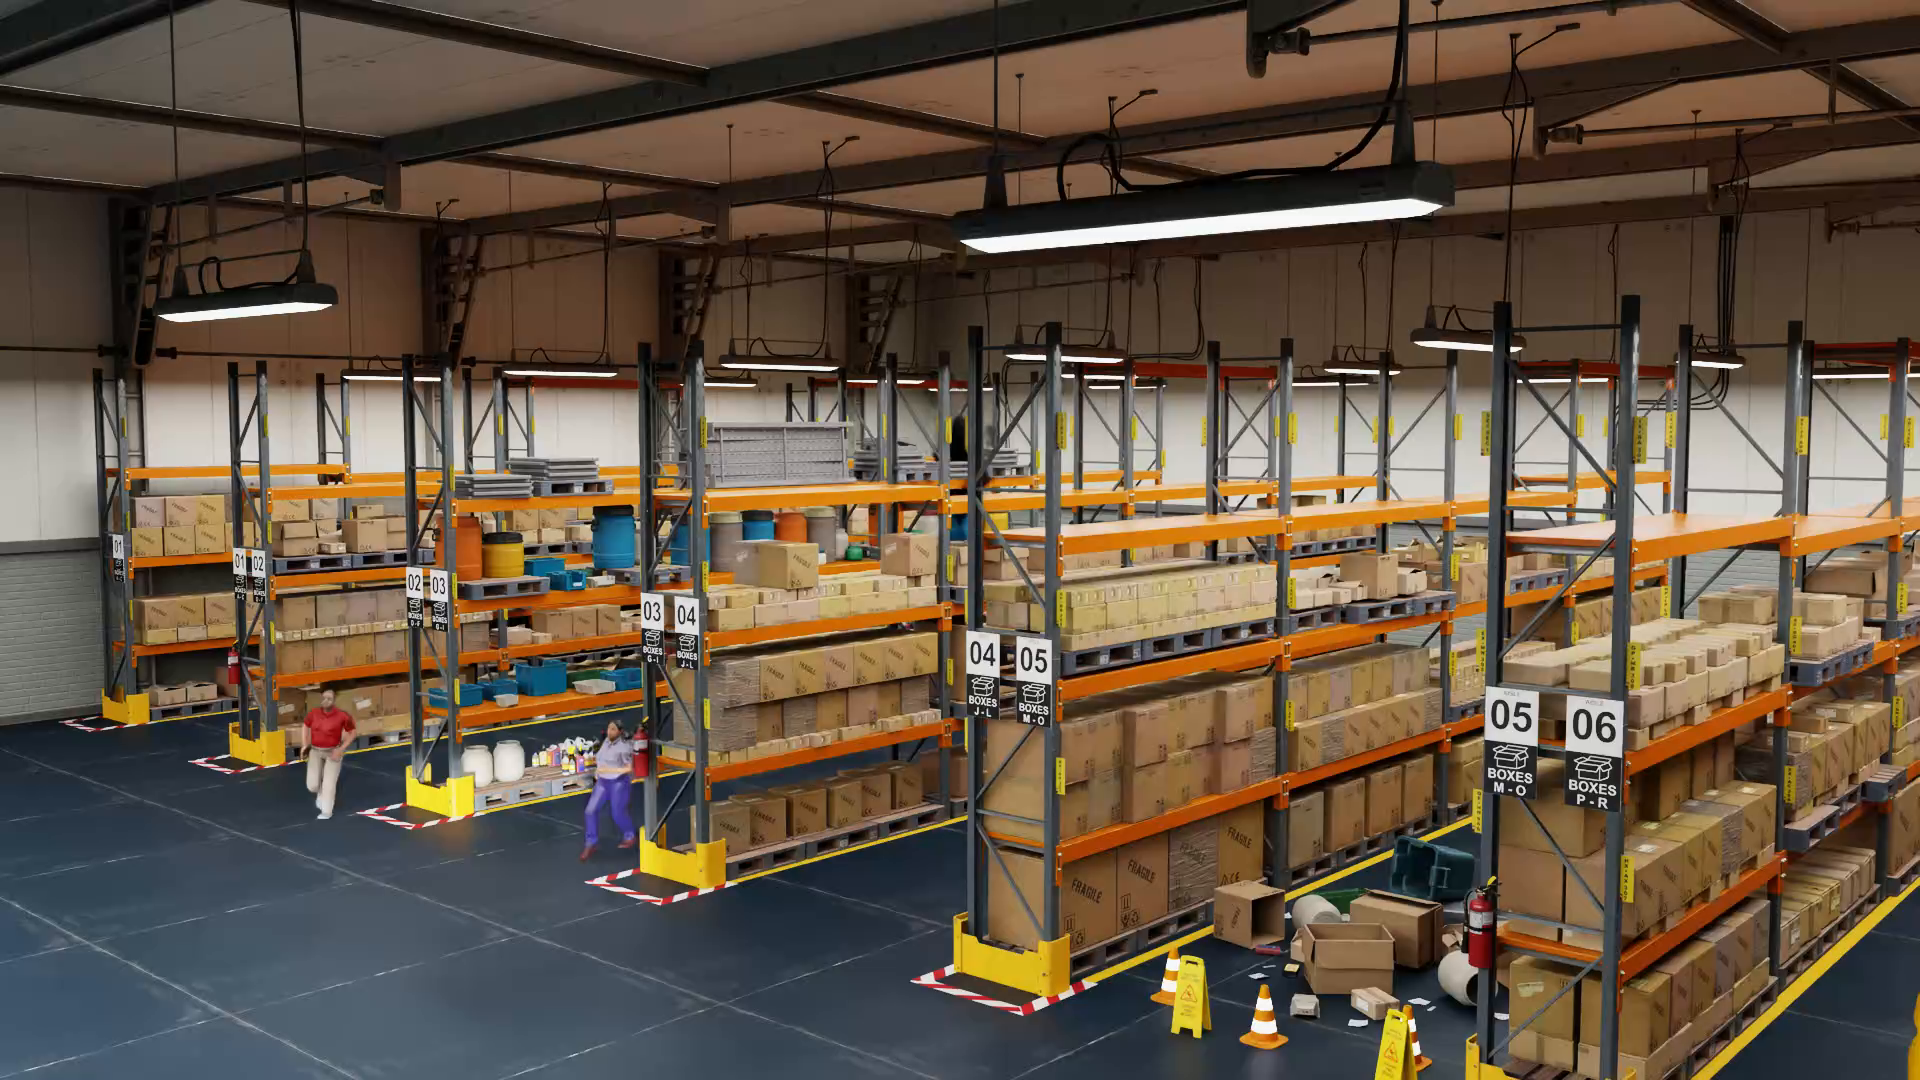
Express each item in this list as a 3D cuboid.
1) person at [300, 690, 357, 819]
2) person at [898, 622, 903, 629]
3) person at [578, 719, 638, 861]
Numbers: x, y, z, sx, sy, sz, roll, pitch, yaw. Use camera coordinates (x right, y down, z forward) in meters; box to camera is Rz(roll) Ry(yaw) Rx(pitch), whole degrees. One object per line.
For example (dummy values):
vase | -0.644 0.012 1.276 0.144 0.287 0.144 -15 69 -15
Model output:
person | -8.144 2.754 21.475 0.709 1.666 0.567 0 4 -4
person | -1.333 1.945 32.253 0.602 1.745 0.814 2 5 30
person | -4.051 2.929 19.589 0.600 1.680 0.776 3 5 31
